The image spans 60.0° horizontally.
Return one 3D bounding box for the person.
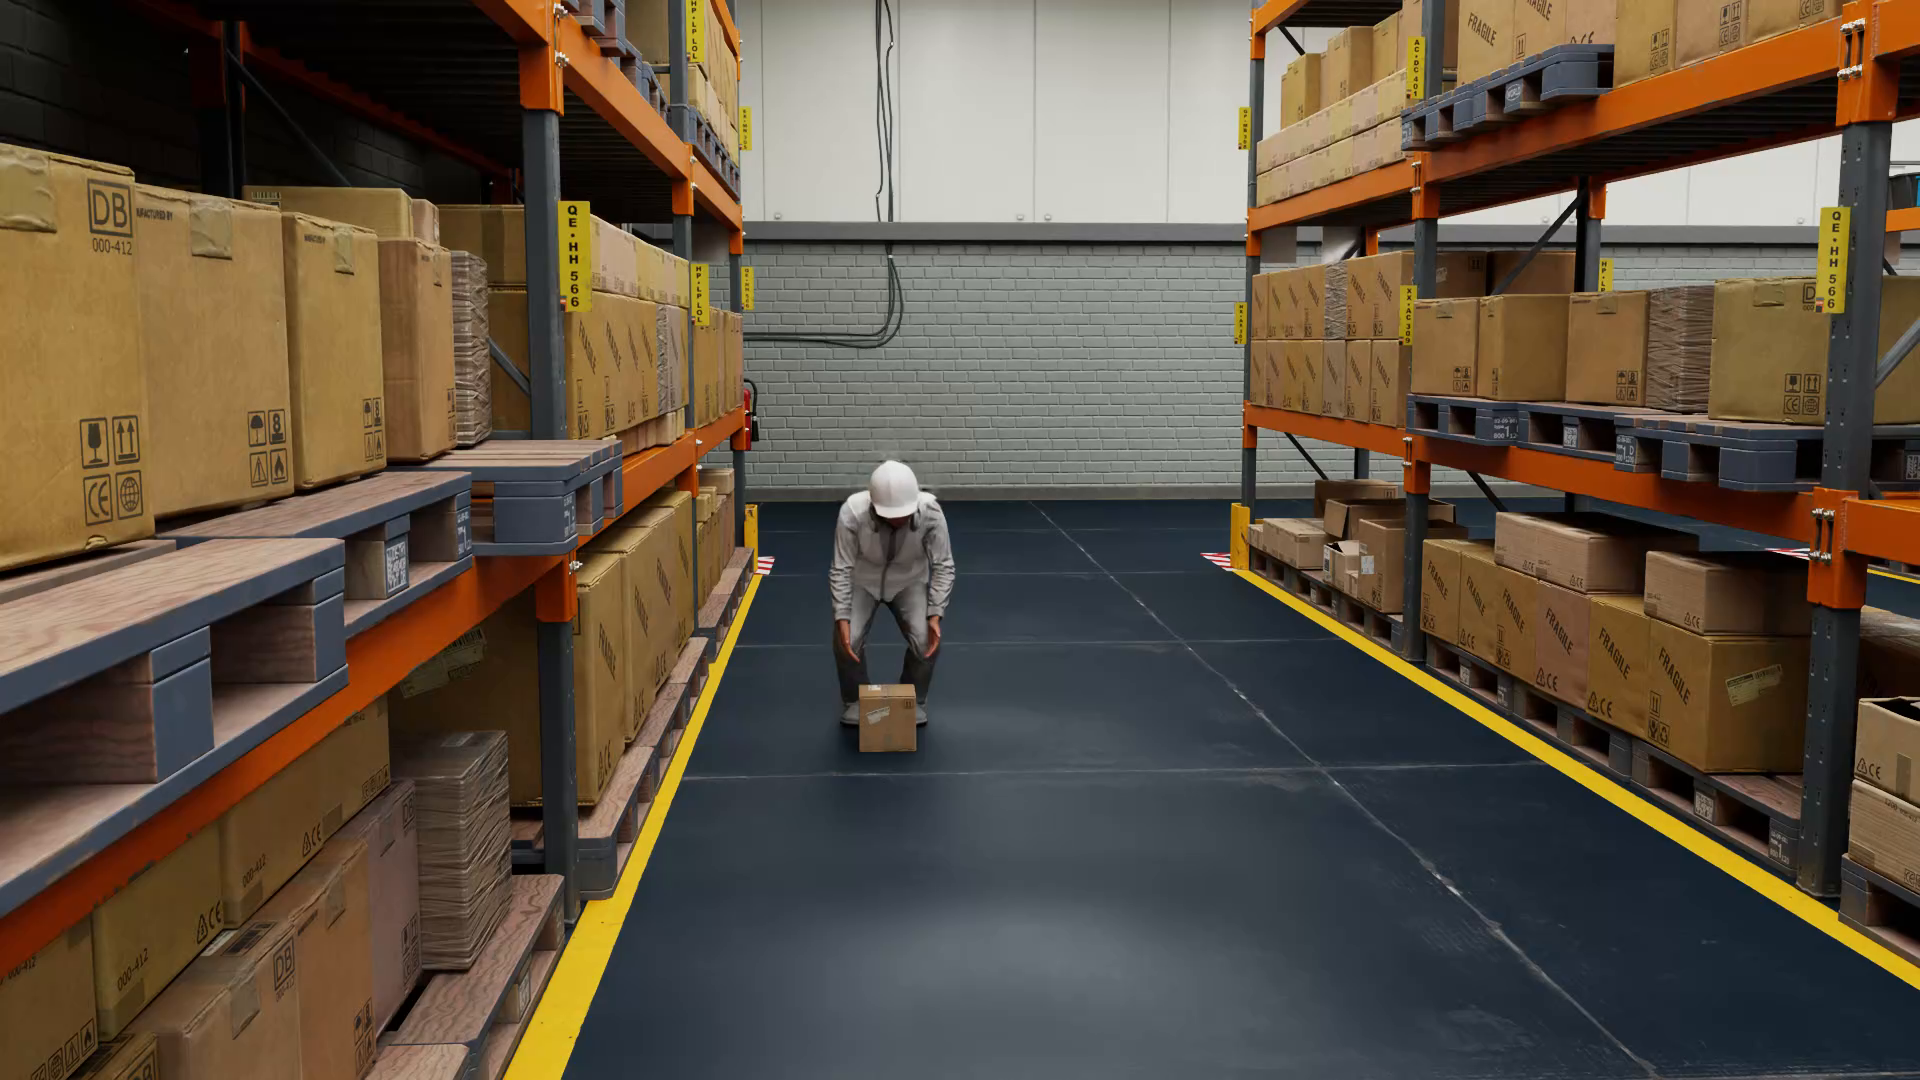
[{"bbox_3d":[-0.316,0.242,7.742,0.582,1.269,0.834,0,7,-2],"label":"person"}]
